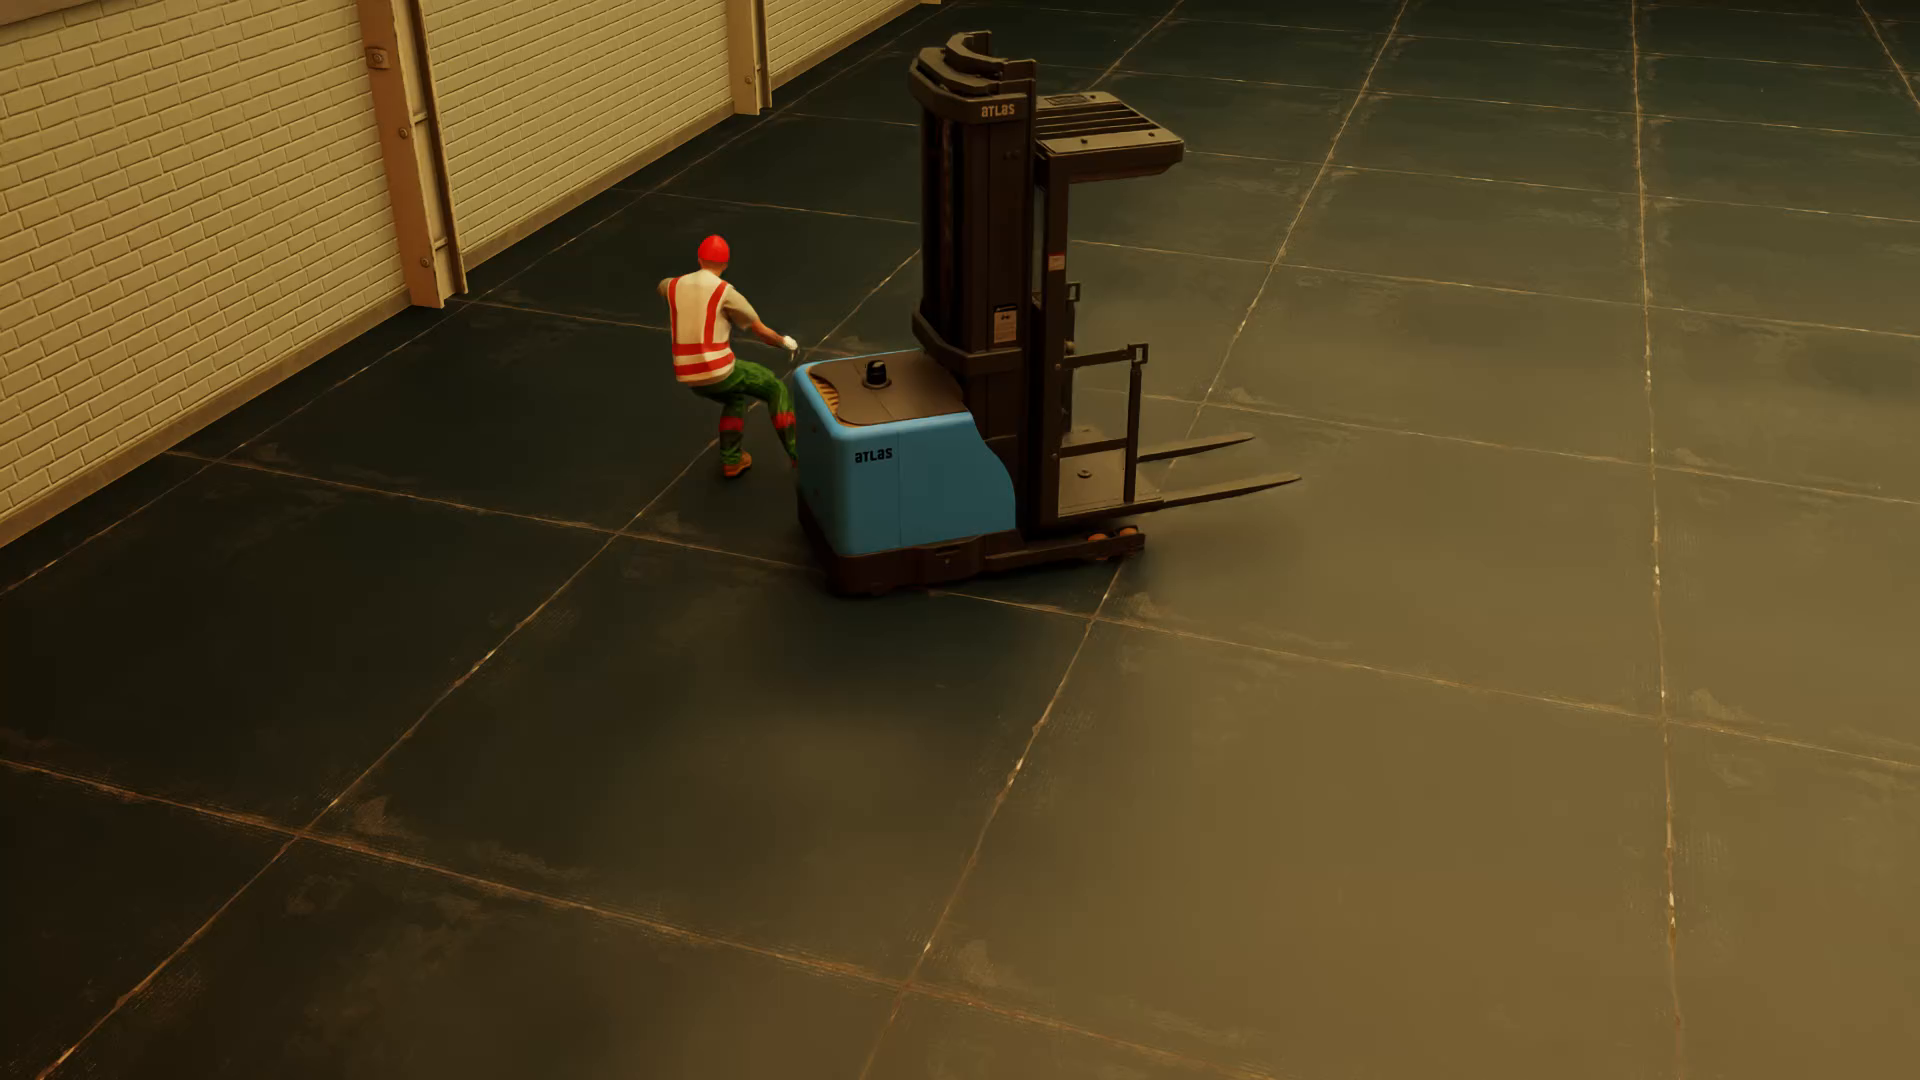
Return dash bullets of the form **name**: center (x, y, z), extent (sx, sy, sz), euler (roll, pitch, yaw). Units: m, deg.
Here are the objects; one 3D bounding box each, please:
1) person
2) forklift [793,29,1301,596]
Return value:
- **person**: center (-1.382, -1.206, 10.636), extent (1.224, 1.507, 0.905), euler (11, 31, 18)
- **forklift**: center (0.581, -1.381, 9.559), extent (3.031, 2.935, 1.130), euler (-10, 31, -16)
